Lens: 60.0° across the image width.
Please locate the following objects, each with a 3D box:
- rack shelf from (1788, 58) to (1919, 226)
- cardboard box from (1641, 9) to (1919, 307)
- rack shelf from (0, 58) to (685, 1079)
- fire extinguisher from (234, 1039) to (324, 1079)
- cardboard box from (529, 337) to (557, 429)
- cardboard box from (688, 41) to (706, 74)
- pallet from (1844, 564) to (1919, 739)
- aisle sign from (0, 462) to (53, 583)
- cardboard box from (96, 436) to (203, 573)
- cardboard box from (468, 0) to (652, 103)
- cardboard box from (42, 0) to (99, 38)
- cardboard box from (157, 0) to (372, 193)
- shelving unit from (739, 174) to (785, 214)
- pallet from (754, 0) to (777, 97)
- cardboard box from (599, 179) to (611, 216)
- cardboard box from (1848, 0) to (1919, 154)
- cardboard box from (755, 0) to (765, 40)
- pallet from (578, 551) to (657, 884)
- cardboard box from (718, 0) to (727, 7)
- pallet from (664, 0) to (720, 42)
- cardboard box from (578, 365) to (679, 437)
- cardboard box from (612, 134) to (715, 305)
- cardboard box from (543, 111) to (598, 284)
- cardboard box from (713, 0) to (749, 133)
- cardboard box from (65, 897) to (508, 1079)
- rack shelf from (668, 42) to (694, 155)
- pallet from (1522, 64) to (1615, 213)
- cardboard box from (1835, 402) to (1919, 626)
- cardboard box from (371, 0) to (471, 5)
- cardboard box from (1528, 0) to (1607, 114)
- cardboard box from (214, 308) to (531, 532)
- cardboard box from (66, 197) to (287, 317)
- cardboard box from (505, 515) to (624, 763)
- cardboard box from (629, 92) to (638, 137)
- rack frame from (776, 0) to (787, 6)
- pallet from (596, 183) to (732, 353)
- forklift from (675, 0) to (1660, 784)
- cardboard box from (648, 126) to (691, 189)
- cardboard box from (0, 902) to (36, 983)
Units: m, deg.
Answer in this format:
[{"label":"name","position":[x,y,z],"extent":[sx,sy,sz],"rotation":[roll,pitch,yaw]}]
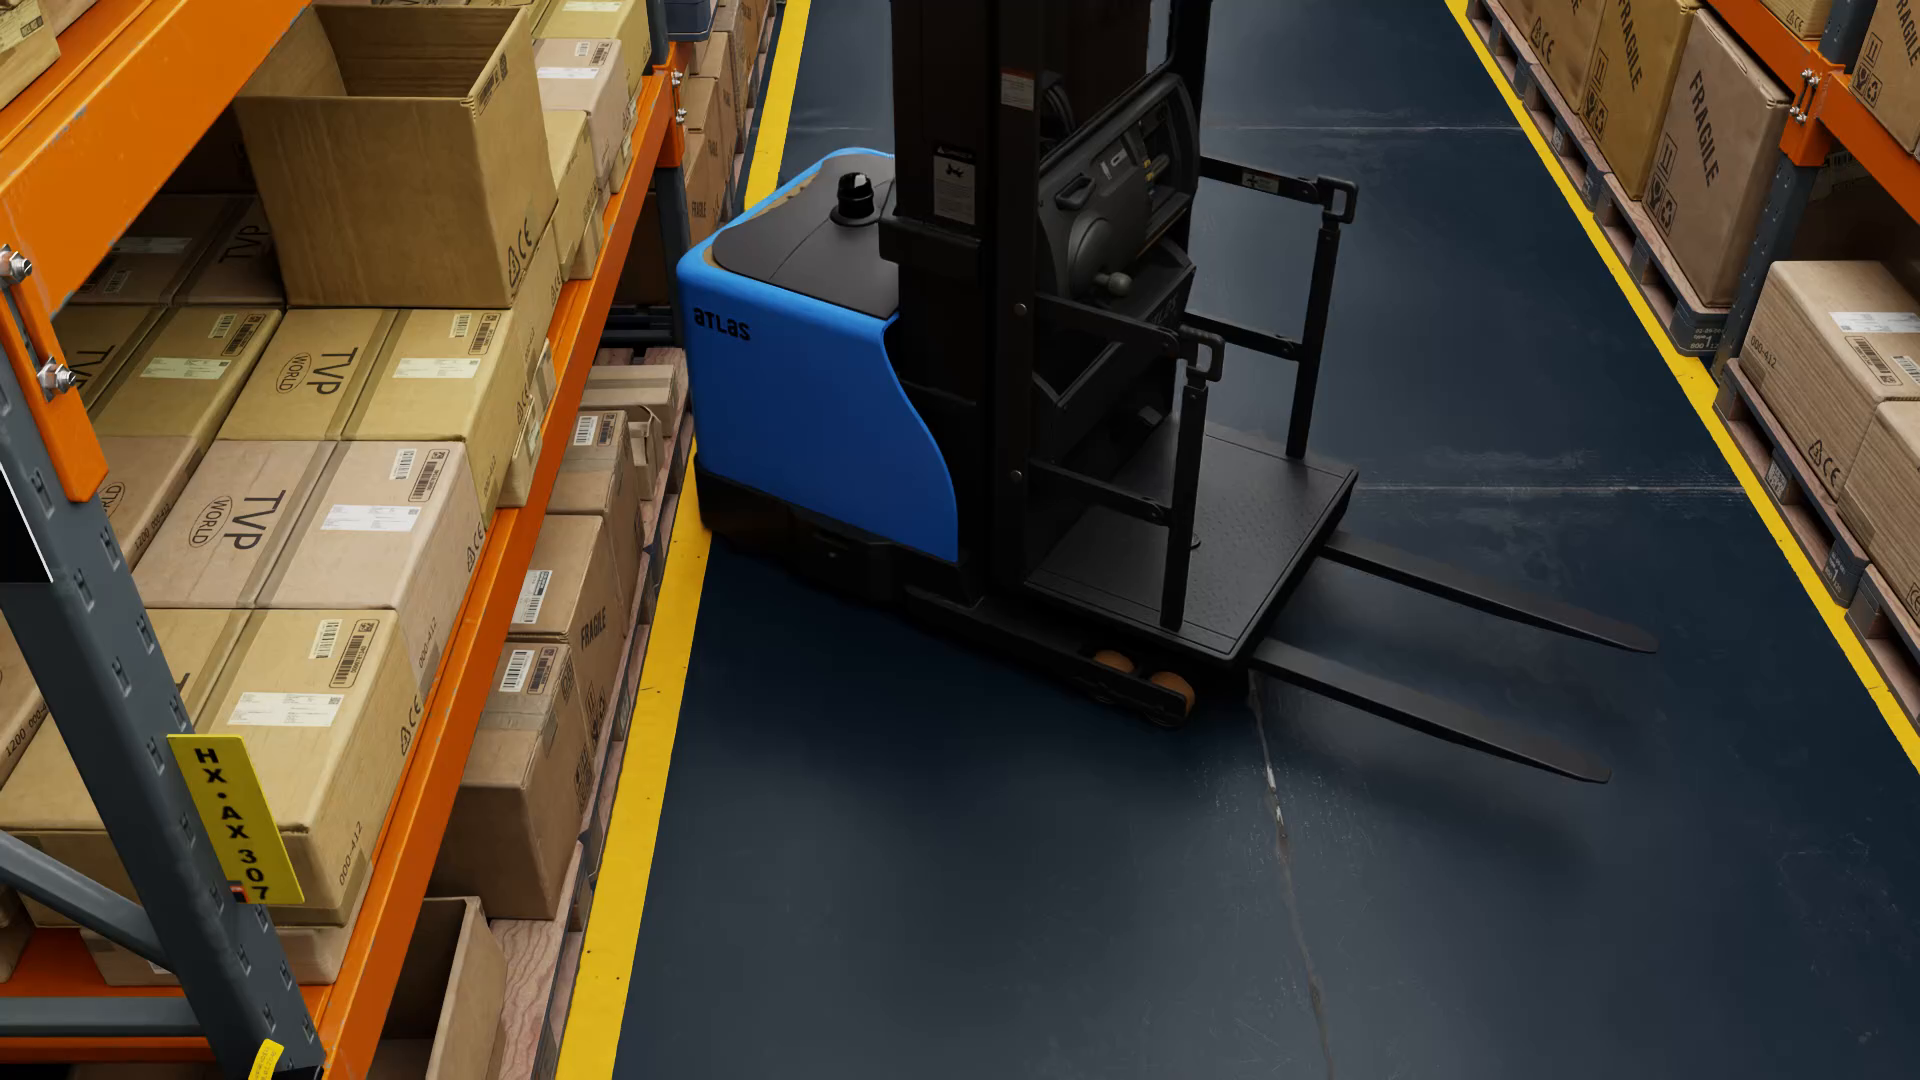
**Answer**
[{"label":"rack shelf","position":[3.464,-0.264,4.257],"extent":[1.077,0.370,4.000],"rotation":[0,39,0]},{"label":"cardboard box","position":[3.381,-1.518,6.609],"extent":[0.875,0.875,0.875],"rotation":[1,39,1]},{"label":"rack shelf","position":[-1.499,-0.259,4.249],"extent":[1.077,0.370,4.000],"rotation":[0,39,0]},{"label":"fire extinguisher","position":[-1.035,0.979,2.490],"extent":[0.296,0.674,0.183],"rotation":[0,39,0]},{"label":"cardboard box","position":[-1.196,-0.367,4.010],"extent":[0.380,0.149,0.250],"rotation":[1,39,1]},{"label":"cardboard box","position":[-1.302,-2.117,7.138],"extent":[0.380,0.149,0.250],"rotation":[0,39,0]},{"label":"pallet","position":[3.389,0.533,4.917],"extent":[1.003,0.211,1.213],"rotation":[0,39,0]},{"label":"aisle sign","position":[-1.203,-0.261,1.598],"extent":[0.394,0.787,0.004],"rotation":[0,39,0]},{"label":"cardboard box","position":[-1.762,0.044,3.179],"extent":[0.500,0.250,0.500],"rotation":[0,39,0]},{"label":"cardboard box","position":[-1.257,-1.529,5.142],"extent":[0.500,0.250,0.500],"rotation":[1,39,1]},{"label":"cardboard box","position":[-1.291,-0.724,2.058],"extent":[0.380,0.149,0.250],"rotation":[1,39,1]},{"label":"cardboard box","position":[-1.766,-1.209,4.142],"extent":[0.500,0.500,0.500],"rotation":[-1,39,-1]},{"label":"shelving unit","position":[-0.615,-0.857,6.100],"extent":[0.210,0.900,0.258],"rotation":[23,44,26]},{"label":"pallet","position":[-1.543,-2.736,8.996],"extent":[1.003,0.211,1.213],"rotation":[0,39,0]},{"label":"cardboard box","position":[-1.229,-1.003,4.804],"extent":[0.380,0.149,0.250],"rotation":[1,39,1]},{"label":"cardboard box","position":[3.201,-1.541,5.195],"extent":[0.500,0.500,0.500],"rotation":[1,39,1]},{"label":"cardboard box","position":[-1.301,-2.903,8.636],"extent":[0.500,0.500,0.500],"rotation":[-1,39,-1]},{"label":"pallet","position":[-1.498,0.493,4.967],"extent":[1.003,0.211,1.213],"rotation":[0,39,0]},{"label":"cardboard box","position":[-1.279,-2.595,7.734],"extent":[0.380,0.149,0.250],"rotation":[-2,39,-2]},{"label":"pallet","position":[-1.393,-2.215,6.269],"extent":[1.003,0.211,1.213],"rotation":[0,39,0]},{"label":"cardboard box","position":[-1.207,-0.493,5.911],"extent":[0.380,0.149,0.250],"rotation":[-1,39,-1]},{"label":"cardboard box","position":[-1.277,-1.281,6.613],"extent":[0.500,0.500,0.500],"rotation":[2,39,2]},{"label":"cardboard box","position":[-1.254,-0.904,4.362],"extent":[0.500,0.250,0.500],"rotation":[0,39,0]},{"label":"cardboard box","position":[-1.278,-2.251,7.823],"extent":[0.500,0.500,0.500],"rotation":[-1,39,-2]},{"label":"cardboard box","position":[-1.403,1.139,3.590],"extent":[0.797,0.503,0.637],"rotation":[-1,39,-2]},{"label":"rack shelf","position":[-1.504,-2.760,7.371],"extent":[1.077,0.370,4.000],"rotation":[0,39,0]},{"label":"pallet","position":[3.382,-1.955,8.021],"extent":[1.003,0.211,1.213],"rotation":[0,39,0]},{"label":"cardboard box","position":[3.357,-0.007,5.074],"extent":[0.875,0.438,0.875],"rotation":[-1,39,-1]},{"label":"cardboard box","position":[-1.771,-1.538,5.152],"extent":[0.500,0.250,0.500],"rotation":[0,39,-1]},{"label":"cardboard box","position":[3.372,-2.642,8.012],"extent":[0.875,0.875,0.875],"rotation":[0,39,1]},{"label":"cardboard box","position":[-1.233,-0.262,3.561],"extent":[0.500,0.250,0.500],"rotation":[-1,39,-1]},{"label":"cardboard box","position":[-1.759,-0.593,3.973],"extent":[0.500,0.250,0.500],"rotation":[0,39,0]},{"label":"cardboard box","position":[-1.266,0.275,4.671],"extent":[0.500,0.500,0.500],"rotation":[1,39,1]},{"label":"cardboard box","position":[-1.227,-1.330,5.212],"extent":[0.380,0.149,0.250],"rotation":[1,39,1]},{"label":"rack frame","position":[-1.506,-4.291,8.706],"extent":[1.000,3.000,0.127],"rotation":[0,39,0]},{"label":"pallet","position":[-1.540,-1.210,7.092],"extent":[1.003,0.211,1.213],"rotation":[0,39,0]},{"label":"forklift","position":[0.635,-0.961,4.605],"extent":[3.031,2.935,1.130],"rotation":[20,43,23]},{"label":"cardboard box","position":[-1.236,-1.456,6.313],"extent":[0.380,0.149,0.250],"rotation":[2,39,2]},{"label":"cardboard box","position":[-1.766,0.602,2.801],"extent":[0.380,0.149,0.250],"rotation":[0,39,-1]}]
